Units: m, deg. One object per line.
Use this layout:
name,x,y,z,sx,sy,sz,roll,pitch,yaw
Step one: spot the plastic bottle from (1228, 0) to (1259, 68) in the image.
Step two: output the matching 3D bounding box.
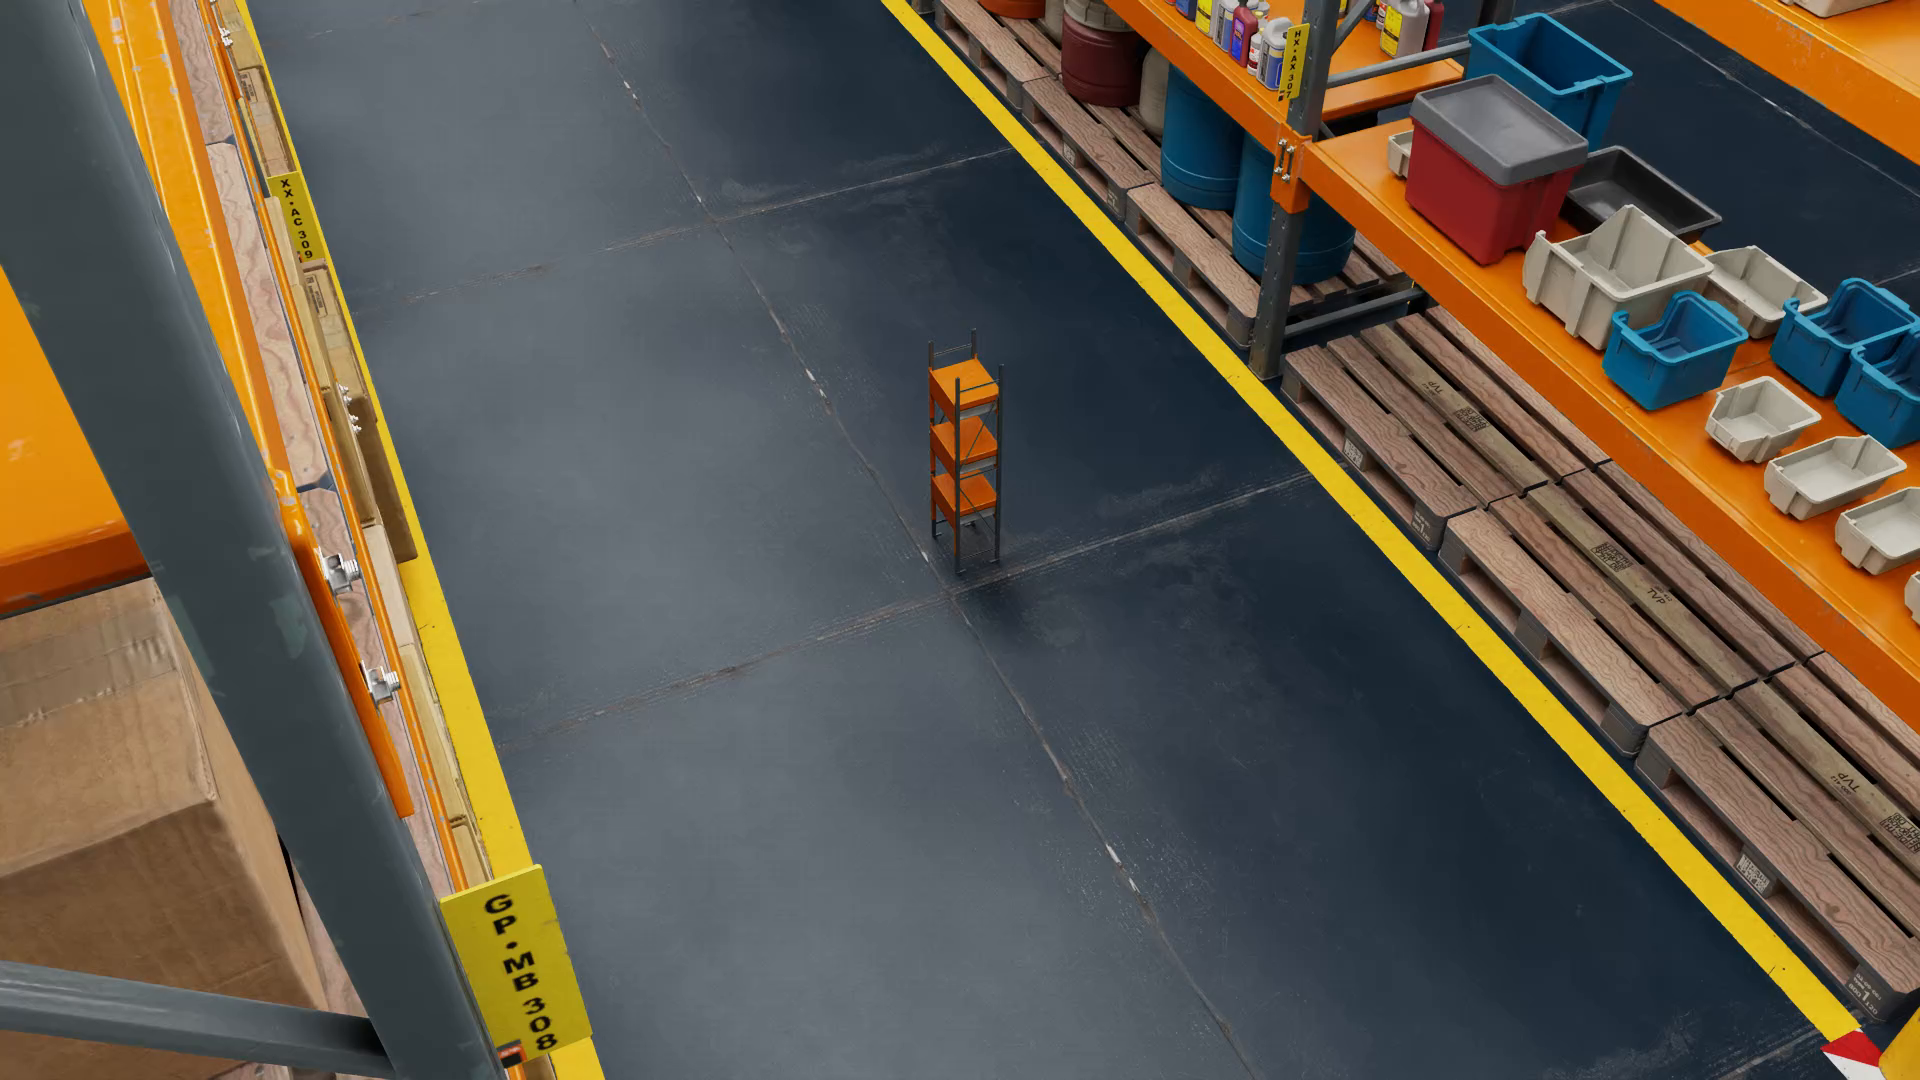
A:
plastic bottle,1.255,-2.246,7.343,0.061,0.283,0.133,-18,47,-17

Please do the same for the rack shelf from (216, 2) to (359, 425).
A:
rack shelf,-3.482,-1.554,7.070,1.077,0.370,4.000,-18,47,-17

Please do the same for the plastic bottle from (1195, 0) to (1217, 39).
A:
plastic bottle,1.170,-2.470,7.521,0.144,0.351,0.185,-18,47,-17

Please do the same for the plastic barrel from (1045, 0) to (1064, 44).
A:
plastic barrel,0.711,-3.171,9.669,0.421,0.512,0.421,0,45,0

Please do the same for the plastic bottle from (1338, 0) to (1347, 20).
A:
plastic bottle,1.745,-2.519,7.678,0.097,0.201,0.097,0,45,0

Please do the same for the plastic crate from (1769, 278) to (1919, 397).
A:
plastic crate,3.050,-0.696,5.765,0.416,0.233,0.300,-18,47,-17

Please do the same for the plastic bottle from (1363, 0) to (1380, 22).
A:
plastic bottle,1.924,-2.527,7.636,0.097,0.271,0.097,0,45,0

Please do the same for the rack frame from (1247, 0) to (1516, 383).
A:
rack frame,1.853,-1.998,7.008,1.000,3.000,0.127,-18,47,-17

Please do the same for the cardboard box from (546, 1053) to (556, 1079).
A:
cardboard box,-1.137,1.287,3.857,0.380,0.149,0.250,-19,48,-18

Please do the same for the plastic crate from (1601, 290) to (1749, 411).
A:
plastic crate,2.439,-0.644,5.712,0.416,0.233,0.300,-18,47,-17

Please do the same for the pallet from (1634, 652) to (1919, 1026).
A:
pallet,3.223,1.006,5.949,1.003,0.211,1.213,-18,47,-17

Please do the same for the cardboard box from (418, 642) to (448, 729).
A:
cardboard box,-1.675,0.470,4.685,0.380,0.149,0.250,-19,48,-18

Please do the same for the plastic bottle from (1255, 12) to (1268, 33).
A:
plastic bottle,1.320,-2.252,7.407,0.097,0.201,0.097,0,45,0

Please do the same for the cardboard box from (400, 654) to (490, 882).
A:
cardboard box,-1.349,0.662,3.674,0.500,0.500,0.500,-19,48,-18

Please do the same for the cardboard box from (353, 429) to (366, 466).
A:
cardboard box,-2.107,-0.184,5.349,0.380,0.149,0.250,-17,47,-17

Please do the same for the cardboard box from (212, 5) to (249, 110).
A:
cardboard box,-3.252,-1.905,6.843,0.500,0.500,0.500,-17,47,-17

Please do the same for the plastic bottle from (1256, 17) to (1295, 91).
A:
plastic bottle,1.394,-2.110,7.210,0.152,0.276,0.135,-18,47,-17

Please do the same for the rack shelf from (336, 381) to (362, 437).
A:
rack shelf,-1.800,0.995,4.487,1.077,0.370,4.000,-18,47,-17

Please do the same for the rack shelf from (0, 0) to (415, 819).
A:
rack shelf,-1.800,-0.998,2.520,1.077,0.370,4.000,-18,47,-17

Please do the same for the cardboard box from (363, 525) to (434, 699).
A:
cardboard box,-1.782,0.270,4.604,0.500,0.250,0.500,-17,47,-17

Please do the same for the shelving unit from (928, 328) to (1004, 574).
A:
shelving unit,0.022,-0.340,6.716,0.215,1.050,0.252,-18,47,-17

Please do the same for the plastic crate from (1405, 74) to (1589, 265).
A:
plastic crate,2.001,-1.399,6.313,0.402,0.464,0.583,-18,47,-17

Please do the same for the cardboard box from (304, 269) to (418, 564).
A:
cardboard box,-2.928,-0.331,6.532,1.225,0.875,0.875,-18,47,-17

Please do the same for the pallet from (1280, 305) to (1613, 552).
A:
pallet,2.197,-0.548,7.524,1.003,0.211,1.213,-18,47,-17

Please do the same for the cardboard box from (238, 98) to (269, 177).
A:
cardboard box,-2.820,-1.258,6.187,0.500,0.500,0.500,-18,47,-17

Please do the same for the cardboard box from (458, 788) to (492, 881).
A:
cardboard box,-1.348,0.925,3.941,0.500,0.250,0.500,-20,48,-19

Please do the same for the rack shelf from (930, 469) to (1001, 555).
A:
rack shelf,0.022,-0.134,6.918,0.215,0.259,0.240,-18,47,-17

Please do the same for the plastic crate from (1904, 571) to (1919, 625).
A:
plastic crate,3.028,0.157,4.969,0.396,0.136,0.243,-18,47,-17

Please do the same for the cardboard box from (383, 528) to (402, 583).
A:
cardboard box,-1.891,0.143,5.017,0.380,0.149,0.250,-17,47,-17

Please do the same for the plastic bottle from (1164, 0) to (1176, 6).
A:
plastic bottle,1.028,-2.664,7.771,0.152,0.276,0.135,-18,47,-17

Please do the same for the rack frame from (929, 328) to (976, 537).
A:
rack frame,-0.029,-0.417,6.794,0.200,1.050,0.008,-18,47,-17

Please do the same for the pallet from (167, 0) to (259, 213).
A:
pallet,-2.306,-1.047,3.972,1.003,0.211,1.213,-18,47,-17

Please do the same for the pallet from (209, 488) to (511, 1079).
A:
pallet,-1.280,0.508,2.396,1.003,0.211,1.213,-18,47,-17

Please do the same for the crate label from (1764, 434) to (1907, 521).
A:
crate label,2.780,-0.202,5.333,0.396,0.136,0.243,-18,47,-17

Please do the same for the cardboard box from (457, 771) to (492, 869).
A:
cardboard box,-1.457,0.800,4.352,0.380,0.149,0.250,-19,48,-18

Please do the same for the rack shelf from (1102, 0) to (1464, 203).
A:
rack shelf,1.012,-3.017,8.553,1.077,0.370,4.000,-18,47,-17

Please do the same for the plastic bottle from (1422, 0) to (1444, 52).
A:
plastic bottle,2.086,-2.316,7.414,0.061,0.283,0.133,-18,47,-17

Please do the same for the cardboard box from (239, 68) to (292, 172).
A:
cardboard box,-3.684,-1.461,7.678,1.225,0.875,0.875,-18,47,-17

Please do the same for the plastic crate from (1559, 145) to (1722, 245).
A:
plastic crate,2.567,-1.288,6.441,0.437,0.125,0.590,-18,47,-17

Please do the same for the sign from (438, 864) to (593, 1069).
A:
sign,-0.453,0.446,1.716,0.100,0.325,0.005,-18,47,-17

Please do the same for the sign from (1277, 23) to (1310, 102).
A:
sign,1.353,-1.935,6.748,0.100,0.325,0.005,-18,47,-17

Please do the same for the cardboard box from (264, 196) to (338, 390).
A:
cardboard box,-2.205,-0.641,4.994,0.500,0.500,0.500,-17,47,-16

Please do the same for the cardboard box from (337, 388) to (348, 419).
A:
cardboard box,-2.217,-0.384,5.267,0.500,0.250,0.500,-19,48,-18

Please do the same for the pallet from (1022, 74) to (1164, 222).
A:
pallet,1.050,-2.288,9.288,1.003,0.211,1.213,-18,47,-17

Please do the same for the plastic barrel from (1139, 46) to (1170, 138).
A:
plastic barrel,1.186,-2.451,8.940,0.421,0.512,0.421,0,45,0

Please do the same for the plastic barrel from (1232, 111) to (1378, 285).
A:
plastic barrel,1.640,-1.752,7.954,0.600,0.901,0.708,-18,47,-17

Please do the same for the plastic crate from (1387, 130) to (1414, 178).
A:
plastic crate,1.919,-1.587,6.736,0.396,0.136,0.243,-18,47,-17
